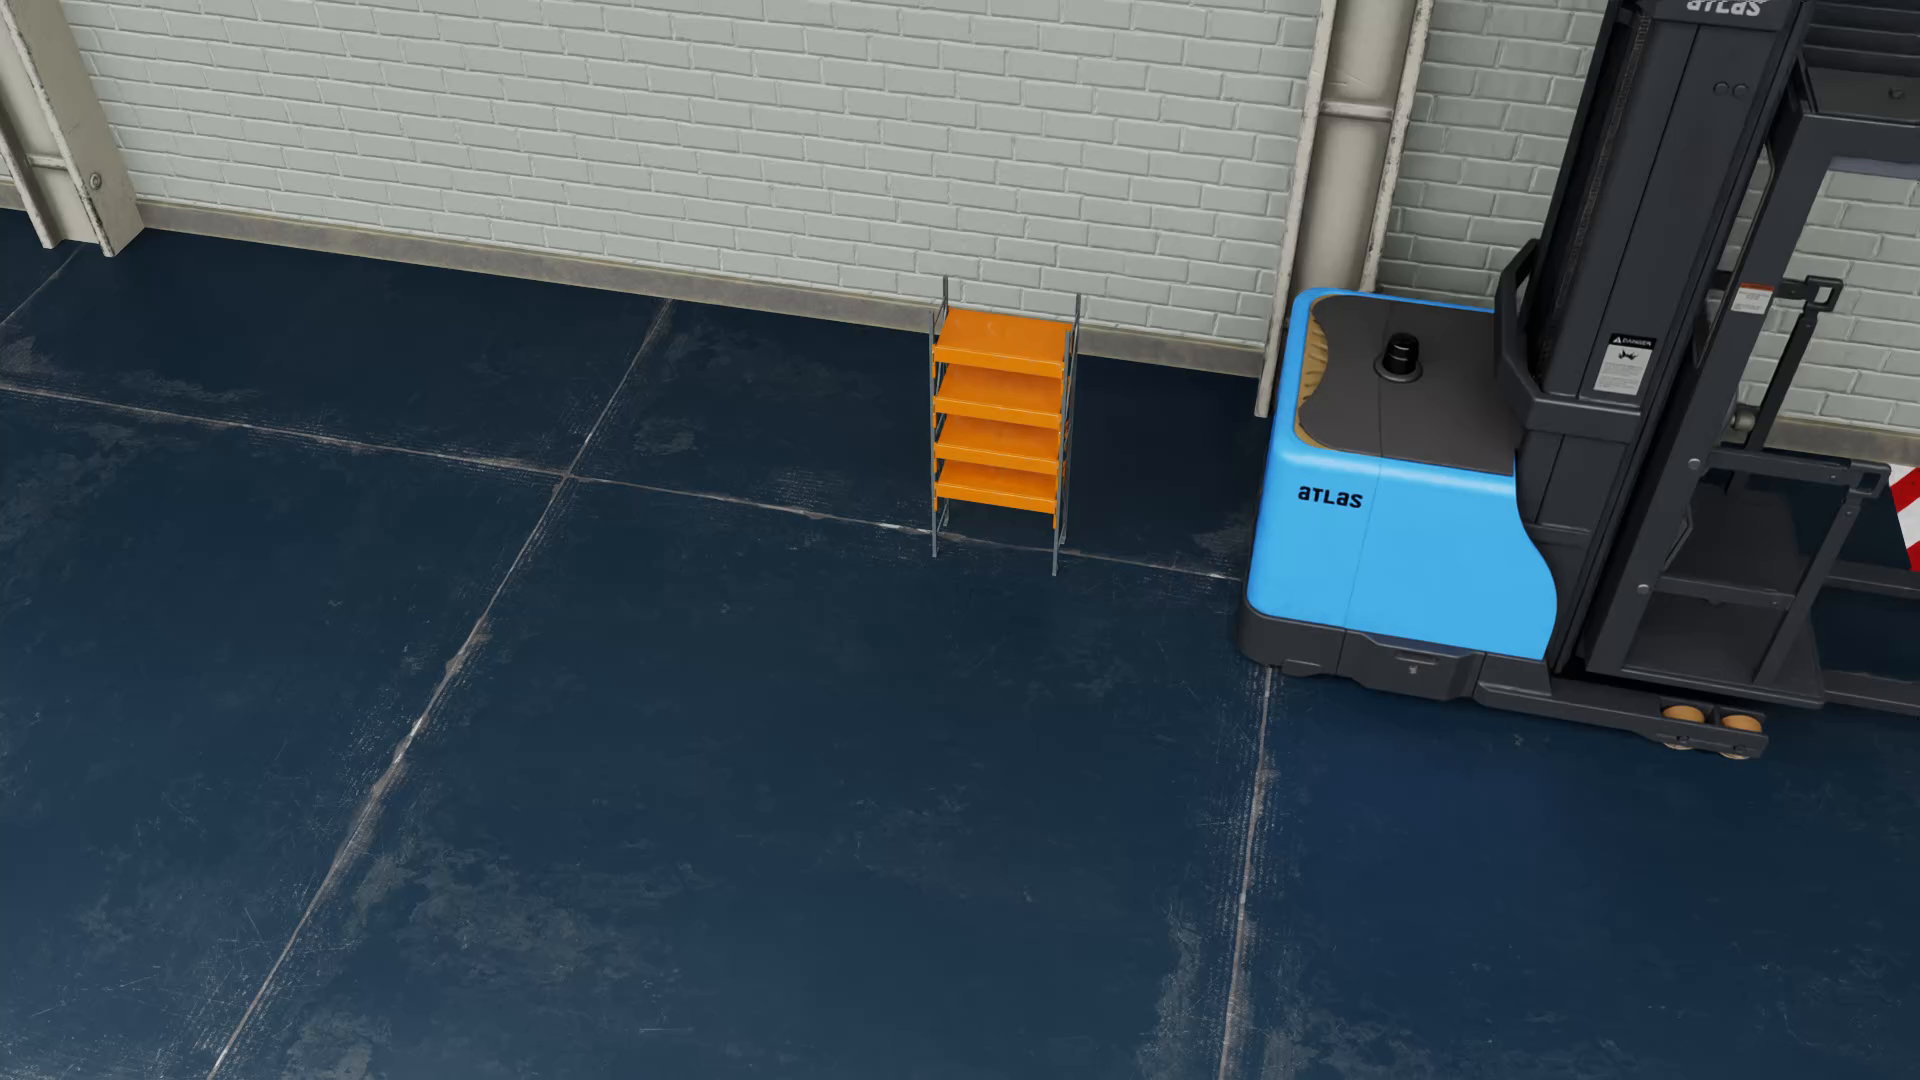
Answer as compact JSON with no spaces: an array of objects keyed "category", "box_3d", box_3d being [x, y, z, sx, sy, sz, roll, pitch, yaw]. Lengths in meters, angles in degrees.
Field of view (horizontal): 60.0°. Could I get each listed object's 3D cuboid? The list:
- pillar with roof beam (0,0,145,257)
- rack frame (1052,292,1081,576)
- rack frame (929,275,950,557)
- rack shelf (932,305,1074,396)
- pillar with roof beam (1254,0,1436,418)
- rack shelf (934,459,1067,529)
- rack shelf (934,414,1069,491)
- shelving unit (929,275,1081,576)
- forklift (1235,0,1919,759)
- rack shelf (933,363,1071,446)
[{"category":"pillar with roof beam","box_3d":[-5.273,-1.858,2.191,0.400,9.000,9.100,9,45,9]},{"category":"rack frame","box_3d":[0.400,-0.370,6.269,0.015,1.200,0.240,9,45,9]},{"category":"rack frame","box_3d":[-0.077,-0.444,6.346,0.015,1.200,0.240,9,45,9]},{"category":"rack shelf","box_3d":[0.162,-0.690,6.035,0.480,0.148,0.258,9,45,9]},{"category":"pillar with roof beam","box_3d":[0.582,-0.949,1.247,0.400,9.000,9.100,9,45,9]},{"category":"rack shelf","box_3d":[0.162,-0.216,6.492,0.480,0.148,0.258,9,45,9]},{"category":"rack shelf","box_3d":[0.162,-0.359,6.355,0.480,0.148,0.258,9,45,9]},{"category":"shelving unit","box_3d":[0.162,-0.407,6.308,0.503,1.200,0.258,9,45,9]},{"category":"forklift","box_3d":[2.609,-0.681,5.344,3.031,2.935,1.130,9,45,9]},{"category":"rack shelf","box_3d":[0.162,-0.520,6.199,0.480,0.148,0.258,9,45,9]}]
